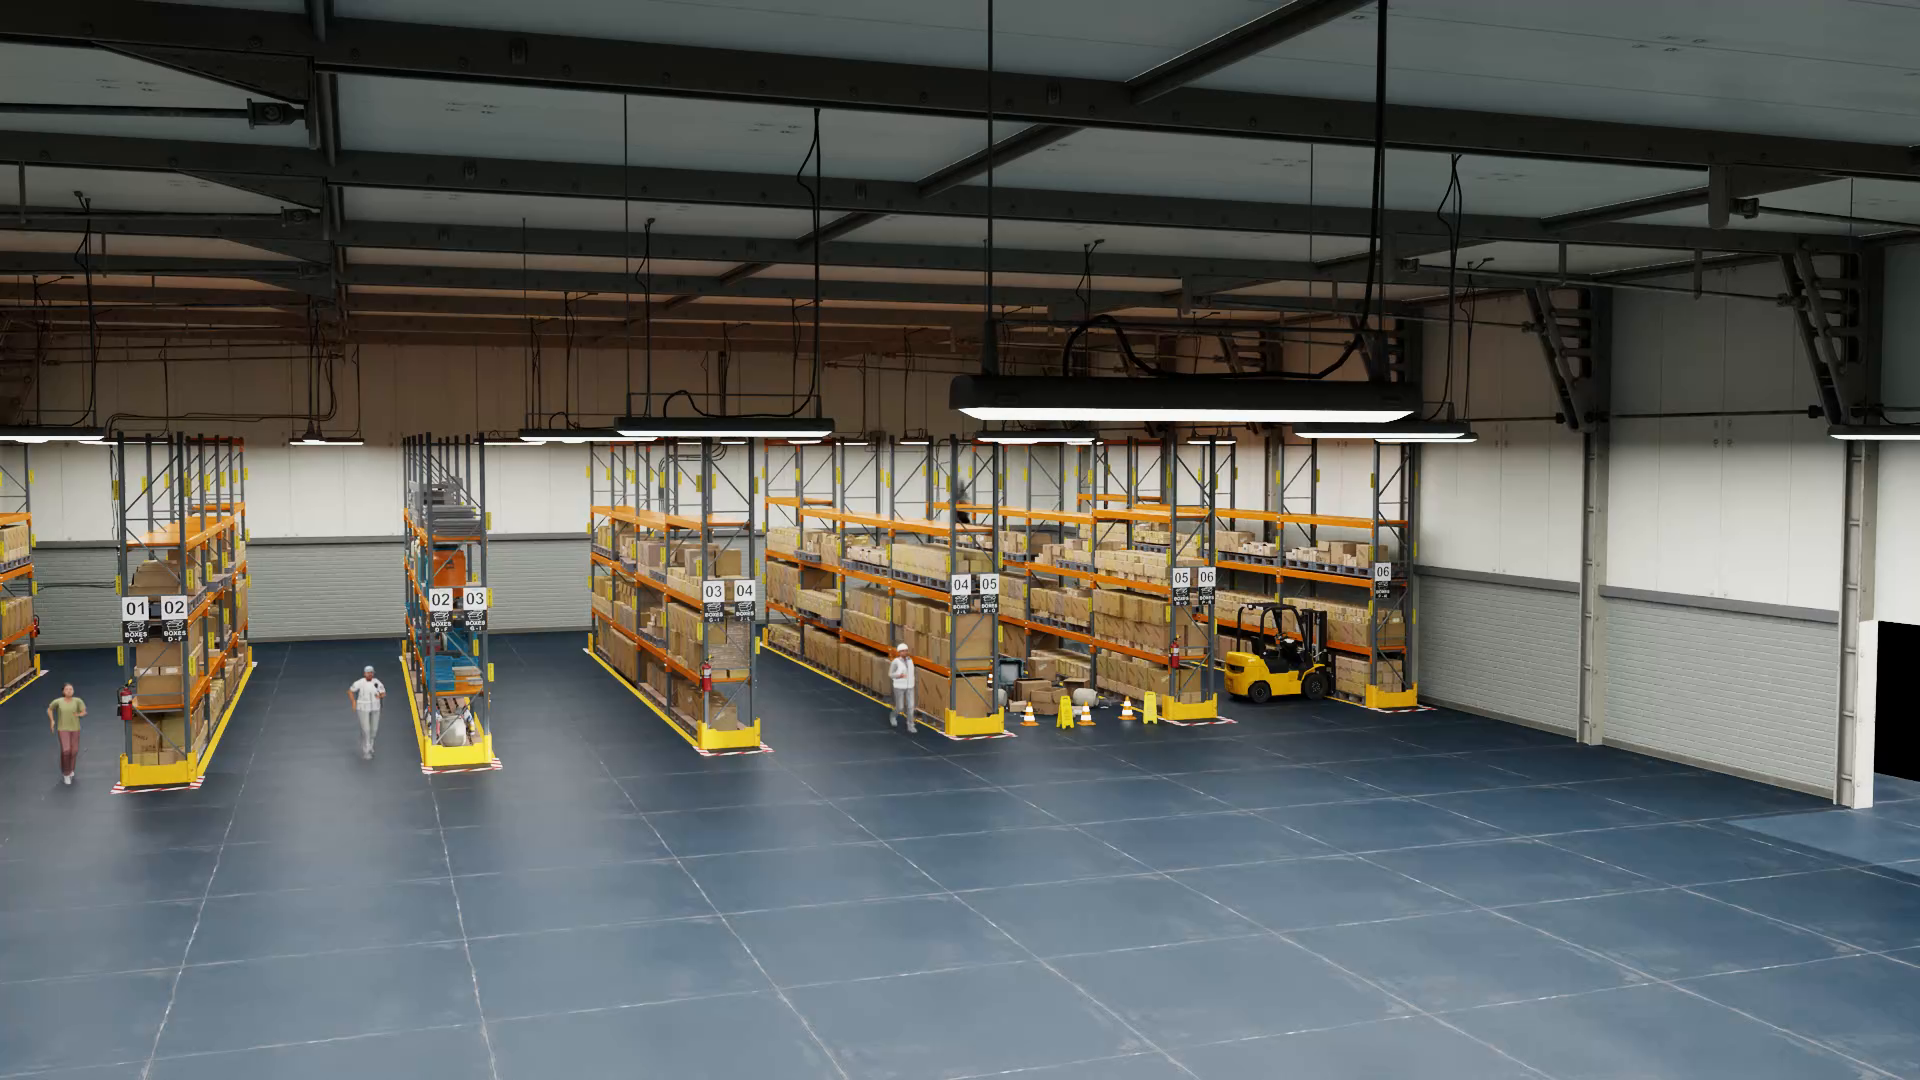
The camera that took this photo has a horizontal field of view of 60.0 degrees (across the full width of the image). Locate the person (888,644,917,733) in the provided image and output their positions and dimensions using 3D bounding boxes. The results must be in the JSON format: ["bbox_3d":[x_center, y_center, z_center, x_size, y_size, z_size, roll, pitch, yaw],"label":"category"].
[{"bbox_3d":[-1.126,2.960,33.432,0.663,1.748,0.945,-2,4,-27],"label":"person"}]

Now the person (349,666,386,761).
[{"bbox_3d":[-10.944,3.187,30.770,0.580,1.728,0.767,-2,4,-37],"label":"person"}]

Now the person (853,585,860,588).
[{"bbox_3d":[-3.137,2.150,50.508,0.666,1.557,0.565,-1,3,-15],"label":"person"}]

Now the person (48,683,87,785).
[{"bbox_3d":[-15.287,3.302,28.524,0.545,1.724,0.739,-3,4,-40],"label":"person"}]
